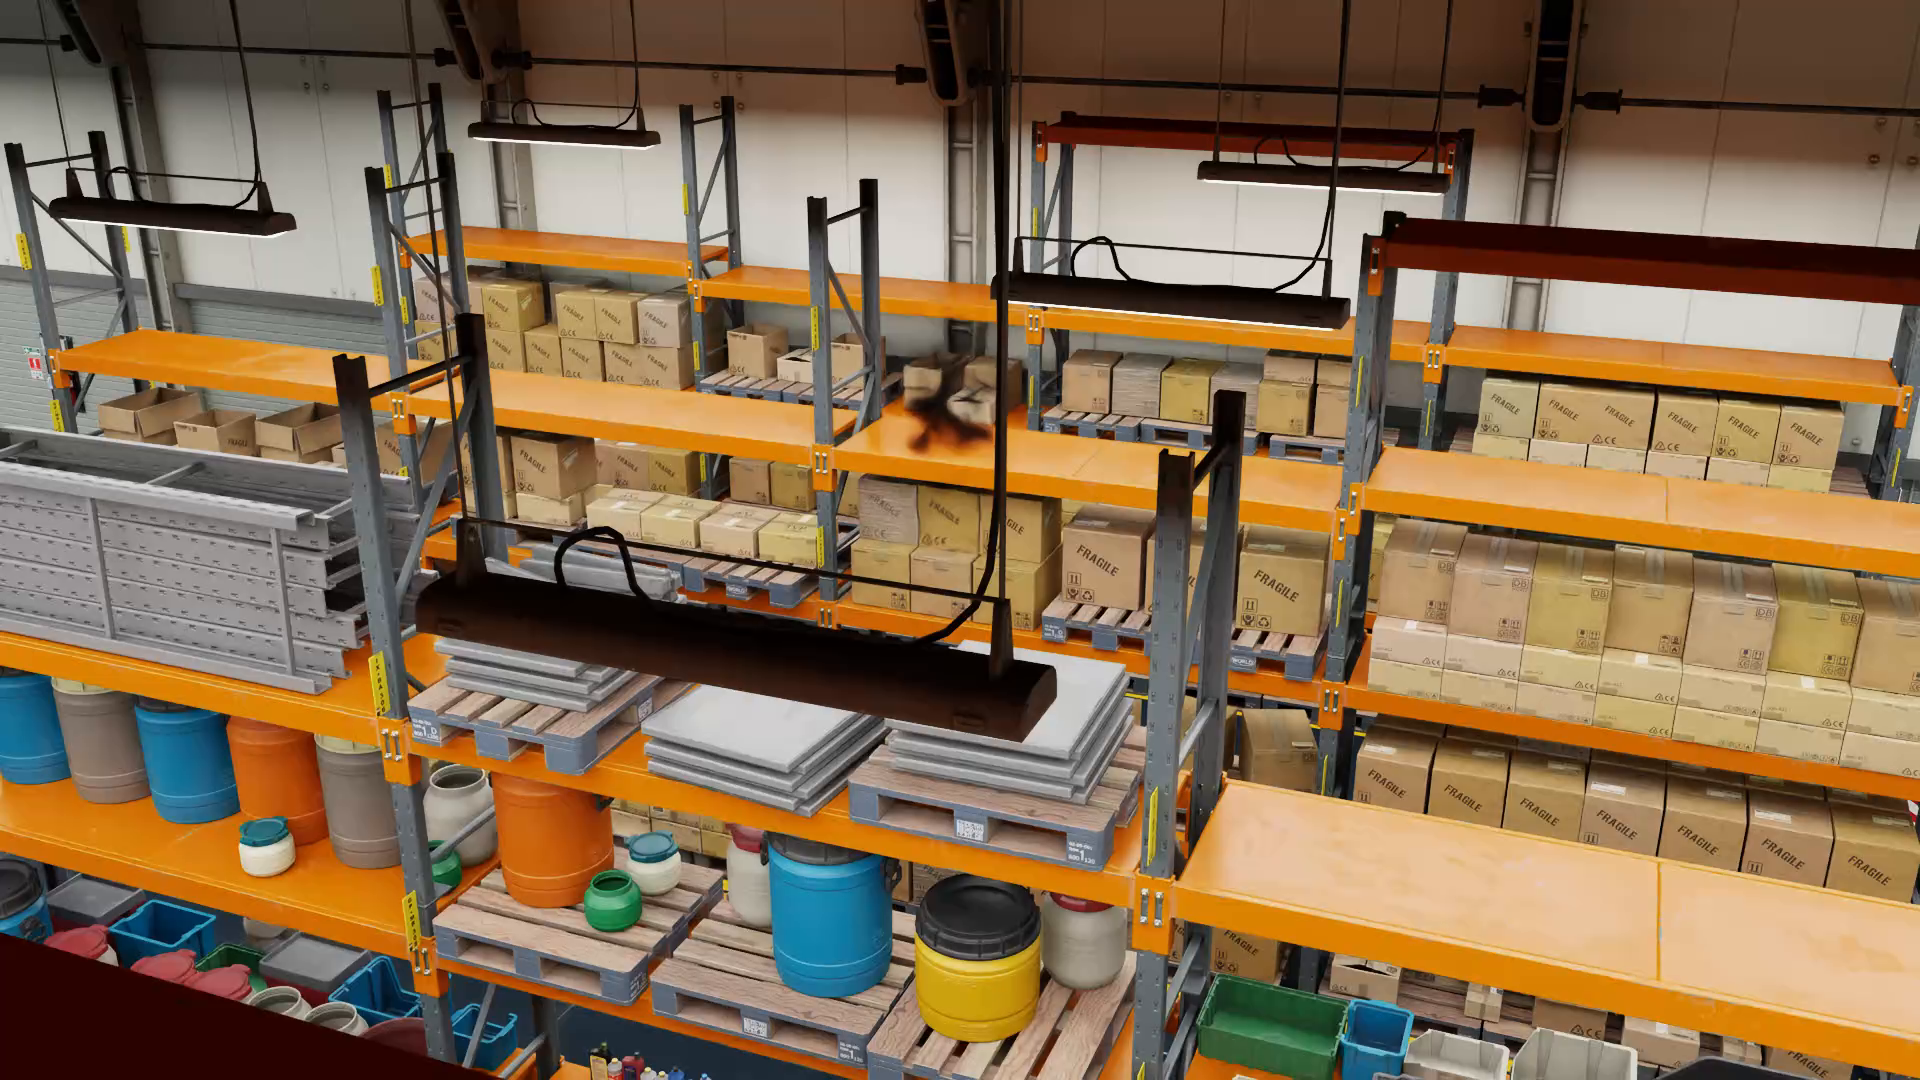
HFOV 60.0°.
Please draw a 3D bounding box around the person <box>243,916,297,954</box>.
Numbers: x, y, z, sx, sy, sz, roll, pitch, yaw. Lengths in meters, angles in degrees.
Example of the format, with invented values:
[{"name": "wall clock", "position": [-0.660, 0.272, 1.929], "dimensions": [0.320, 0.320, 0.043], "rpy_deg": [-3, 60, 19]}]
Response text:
[{"name": "person", "position": [-5.214, 2.747, 12.745], "dimensions": [0.633, 1.736, 0.707], "rpy_deg": [8, 22, 20]}]
